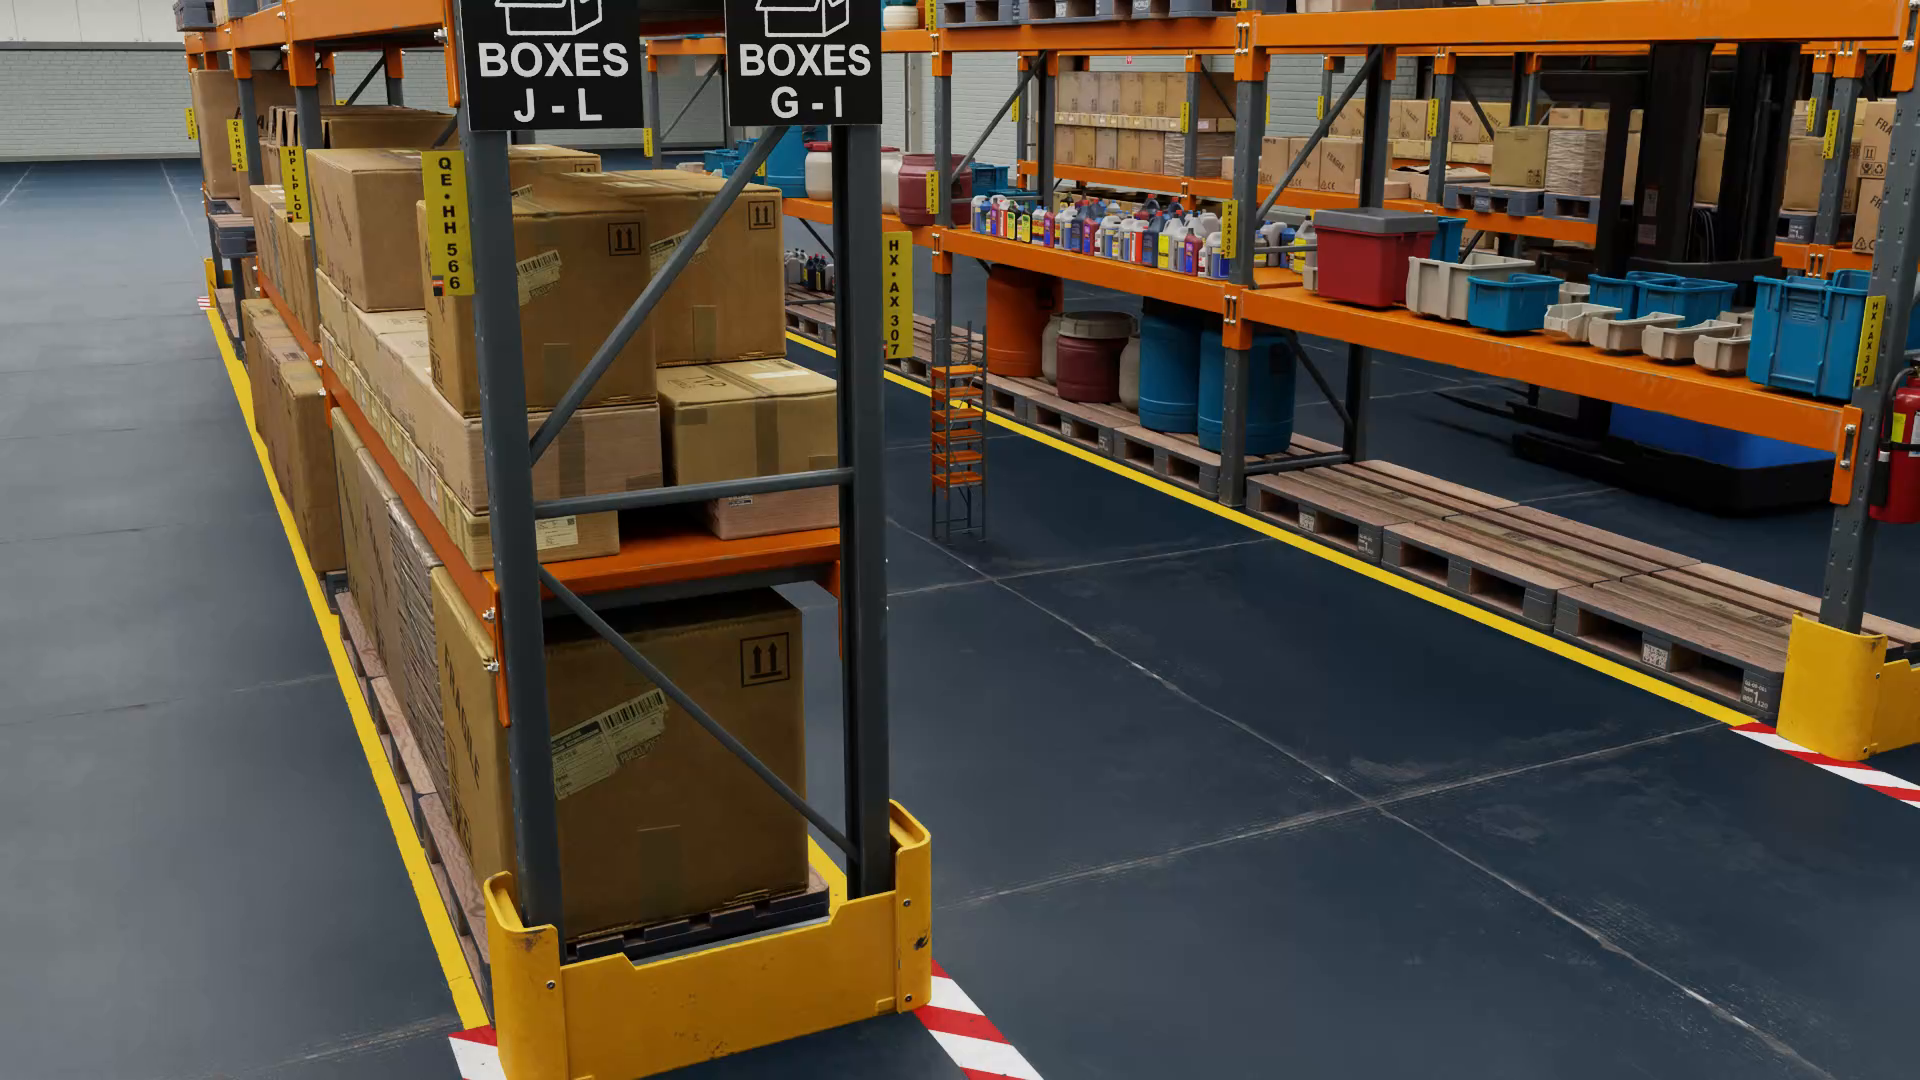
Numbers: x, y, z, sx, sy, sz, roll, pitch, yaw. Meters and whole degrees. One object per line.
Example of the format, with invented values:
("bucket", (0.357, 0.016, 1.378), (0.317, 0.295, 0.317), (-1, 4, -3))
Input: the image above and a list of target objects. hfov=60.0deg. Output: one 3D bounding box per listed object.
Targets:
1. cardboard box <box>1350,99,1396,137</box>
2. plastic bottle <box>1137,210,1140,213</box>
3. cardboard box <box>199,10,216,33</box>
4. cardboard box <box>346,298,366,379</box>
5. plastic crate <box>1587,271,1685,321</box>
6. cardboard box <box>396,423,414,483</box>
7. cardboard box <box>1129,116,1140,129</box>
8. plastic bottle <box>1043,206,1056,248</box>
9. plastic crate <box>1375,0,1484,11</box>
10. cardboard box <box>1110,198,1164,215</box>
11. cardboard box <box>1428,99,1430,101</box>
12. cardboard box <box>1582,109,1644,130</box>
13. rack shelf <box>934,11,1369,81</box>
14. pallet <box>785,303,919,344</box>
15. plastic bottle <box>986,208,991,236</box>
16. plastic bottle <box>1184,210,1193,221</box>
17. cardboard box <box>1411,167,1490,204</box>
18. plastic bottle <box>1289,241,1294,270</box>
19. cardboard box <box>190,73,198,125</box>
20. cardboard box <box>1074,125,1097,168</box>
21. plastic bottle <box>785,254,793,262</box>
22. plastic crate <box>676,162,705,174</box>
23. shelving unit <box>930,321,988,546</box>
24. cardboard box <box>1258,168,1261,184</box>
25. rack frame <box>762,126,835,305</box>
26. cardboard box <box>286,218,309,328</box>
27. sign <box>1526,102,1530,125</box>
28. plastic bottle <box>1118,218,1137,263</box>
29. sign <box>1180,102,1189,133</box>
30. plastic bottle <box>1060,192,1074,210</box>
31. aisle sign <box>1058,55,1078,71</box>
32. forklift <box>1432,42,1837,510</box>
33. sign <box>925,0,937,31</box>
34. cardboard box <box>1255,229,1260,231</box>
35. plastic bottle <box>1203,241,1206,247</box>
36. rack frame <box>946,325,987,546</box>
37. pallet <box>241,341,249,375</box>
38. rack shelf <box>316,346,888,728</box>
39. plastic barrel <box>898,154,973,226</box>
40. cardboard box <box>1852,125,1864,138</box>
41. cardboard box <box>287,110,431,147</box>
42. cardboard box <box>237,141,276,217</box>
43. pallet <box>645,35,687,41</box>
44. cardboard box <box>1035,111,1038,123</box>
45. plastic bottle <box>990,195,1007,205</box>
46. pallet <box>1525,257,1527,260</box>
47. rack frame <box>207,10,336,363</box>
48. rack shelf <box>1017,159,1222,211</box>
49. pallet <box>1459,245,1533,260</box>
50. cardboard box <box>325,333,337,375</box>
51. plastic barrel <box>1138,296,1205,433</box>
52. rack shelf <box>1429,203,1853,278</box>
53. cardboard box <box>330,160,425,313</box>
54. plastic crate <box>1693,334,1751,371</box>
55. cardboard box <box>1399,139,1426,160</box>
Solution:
("cardboard box", (5.825, -5.895, 23.231), (0.500, 0.500, 0.500), (-8, 18, -25))
("plastic bottle", (1.339, -2.306, 12.061), (0.061, 0.283, 0.133), (-8, 18, -25))
("cardboard box", (-6.362, -4.539, 14.464), (0.500, 0.250, 0.500), (-7, 17, -23))
("cardboard box", (-2.007, -0.775, 6.247), (0.500, 0.250, 0.500), (-7, 18, -24))
("plastic crate", (3.262, -1.161, 8.054), (0.416, 0.233, 0.300), (-8, 18, -25))
("cardboard box", (-1.571, -0.293, 5.290), (0.380, 0.149, 0.250), (-8, 18, -26))
("cardboard box", (2.224, -4.938, 19.663), (0.380, 0.149, 0.250), (-8, 18, -25))
("plastic bottle", (0.642, -2.200, 11.691), (0.061, 0.283, 0.133), (-8, 18, -25))
("plastic crate", (2.327, -2.741, 8.162), (0.497, 0.269, 0.590), (-8, 18, -25))
("cardboard box", (2.149, -3.862, 20.135), (0.500, 0.500, 0.500), (-8, 18, -25))
("cardboard box", (6.518, -5.828, 22.999), (0.500, 0.500, 0.500), (-8, 18, -26))
("cardboard box", (7.861, -4.873, 19.816), (0.700, 0.500, 0.500), (-6, 17, -19))
("rack shelf", (1.154, -3.295, 11.160), (1.077, 0.370, 4.000), (-8, 18, -25))
("pallet", (-1.096, -2.156, 16.381), (1.003, 0.211, 1.213), (-8, 18, -25))
("plastic bottle", (0.245, -2.396, 12.524), (0.097, 0.201, 0.097), (0, 16, 0))
("plastic bottle", (1.593, -2.145, 11.520), (0.097, 0.271, 0.097), (0, 16, 0))
("cardboard box", (4.612, -3.345, 15.630), (0.500, 0.311, 0.500), (-6, 17, -21))
("plastic bottle", (2.127, -1.809, 10.477), (0.097, 0.201, 0.097), (0, 16, 0))
("cardboard box", (-7.471, -4.457, 16.811), (0.500, 0.500, 0.500), (-8, 18, -25))
("cardboard box", (1.867, -4.953, 20.892), (0.700, 0.500, 0.500), (-8, 18, -25))
("plastic bottle", (-1.882, -3.078, 18.678), (0.152, 0.276, 0.135), (-8, 18, -26))
("plastic crate", (-3.125, -4.291, 19.242), (0.298, 0.136, 0.250), (-8, 18, -25))
("shelving unit", (-0.006, -0.580, 9.098), (0.258, 1.200, 0.189), (-8, 18, -25))
("cardboard box", (3.184, -3.919, 17.924), (0.380, 0.149, 0.250), (-8, 18, -25))
("rack frame", (-1.475, -3.686, 16.659), (1.000, 3.000, 0.127), (-8, 18, -25))
("cardboard box", (-3.084, -1.359, 8.366), (0.500, 0.500, 0.500), (-7, 17, -23))
("sign", (5.215, -3.879, 15.373), (0.100, 0.325, 0.005), (-8, 18, -25))
("plastic bottle", (1.127, -1.951, 10.835), (0.152, 0.276, 0.135), (-8, 18, -25))
("sign", (2.481, -4.671, 18.376), (0.100, 0.325, 0.005), (-8, 18, -25))
("plastic bottle", (0.838, -2.590, 13.048), (0.061, 0.283, 0.133), (-8, 18, -25))
("aisle sign", (1.462, -6.577, 22.019), (0.394, 0.787, 0.004), (-8, 18, -25))
("forklift", (4.373, -1.947, 10.723), (1.130, 2.935, 3.031), (-7, 17, -22))
("sign", (-0.214, -4.018, 12.565), (0.100, 0.325, 0.005), (-8, 18, -25))
("cardboard box", (3.415, -3.368, 18.756), (0.500, 0.311, 0.500), (-8, 18, -25))
("plastic bottle", (1.487, -1.732, 10.207), (0.097, 0.201, 0.097), (0, 16, 0))
("rack frame", (0.034, -0.558, 9.019), (0.240, 1.200, 0.006), (-8, 18, -25))
("pallet", (-5.585, -1.555, 14.285), (1.003, 0.211, 1.213), (-8, 18, -25))
("rack shelf", (-1.546, -0.262, 6.032), (1.077, 0.370, 4.000), (-8, 18, -25))
("plastic barrel", (-0.198, -2.838, 13.457), (0.600, 0.536, 0.708), (-8, 18, -25))
("cardboard box", (9.166, -3.941, 16.789), (0.500, 0.500, 0.500), (-7, 17, -23))
("cardboard box", (-3.286, -2.116, 9.185), (0.797, 0.503, 0.637), (-7, 17, -23))
("cardboard box", (-4.782, -2.601, 11.935), (0.700, 0.500, 0.500), (-5, 17, -17))
("pallet", (-2.953, -5.812, 18.971), (1.003, 0.211, 1.213), (-8, 18, -25))
("cardboard box", (1.205, -5.512, 21.664), (0.380, 0.149, 0.250), (-8, 18, -25))
("plastic bottle", (0.313, -2.507, 12.773), (0.152, 0.276, 0.135), (-8, 18, -25))
("pallet", (7.773, -3.350, 20.543), (1.003, 0.211, 1.213), (-8, 18, -25))
("rack frame", (-5.927, -3.088, 14.573), (1.000, 3.000, 0.127), (-8, 18, -25))
("rack shelf", (2.103, -4.434, 20.568), (1.077, 0.370, 4.000), (-8, 18, -25))
("pallet", (7.105, -3.705, 21.780), (1.003, 0.211, 1.213), (-8, 18, -25))
("cardboard box", (-2.477, -0.805, 7.072), (0.380, 0.149, 0.250), (-8, 18, -27))
("plastic barrel", (1.497, -1.208, 11.067), (0.600, 0.901, 0.708), (-8, 18, -25))
("rack shelf", (5.608, -2.450, 13.656), (1.077, 0.370, 4.000), (-8, 18, -25))
("cardboard box", (-2.002, -1.134, 6.139), (0.500, 0.500, 0.500), (-8, 18, -27))
("plastic crate", (3.262, -0.793, 6.946), (0.396, 0.136, 0.243), (-8, 18, -25))
("cardboard box", (6.284, -5.274, 22.426), (0.500, 0.250, 0.500), (-7, 18, -24))
